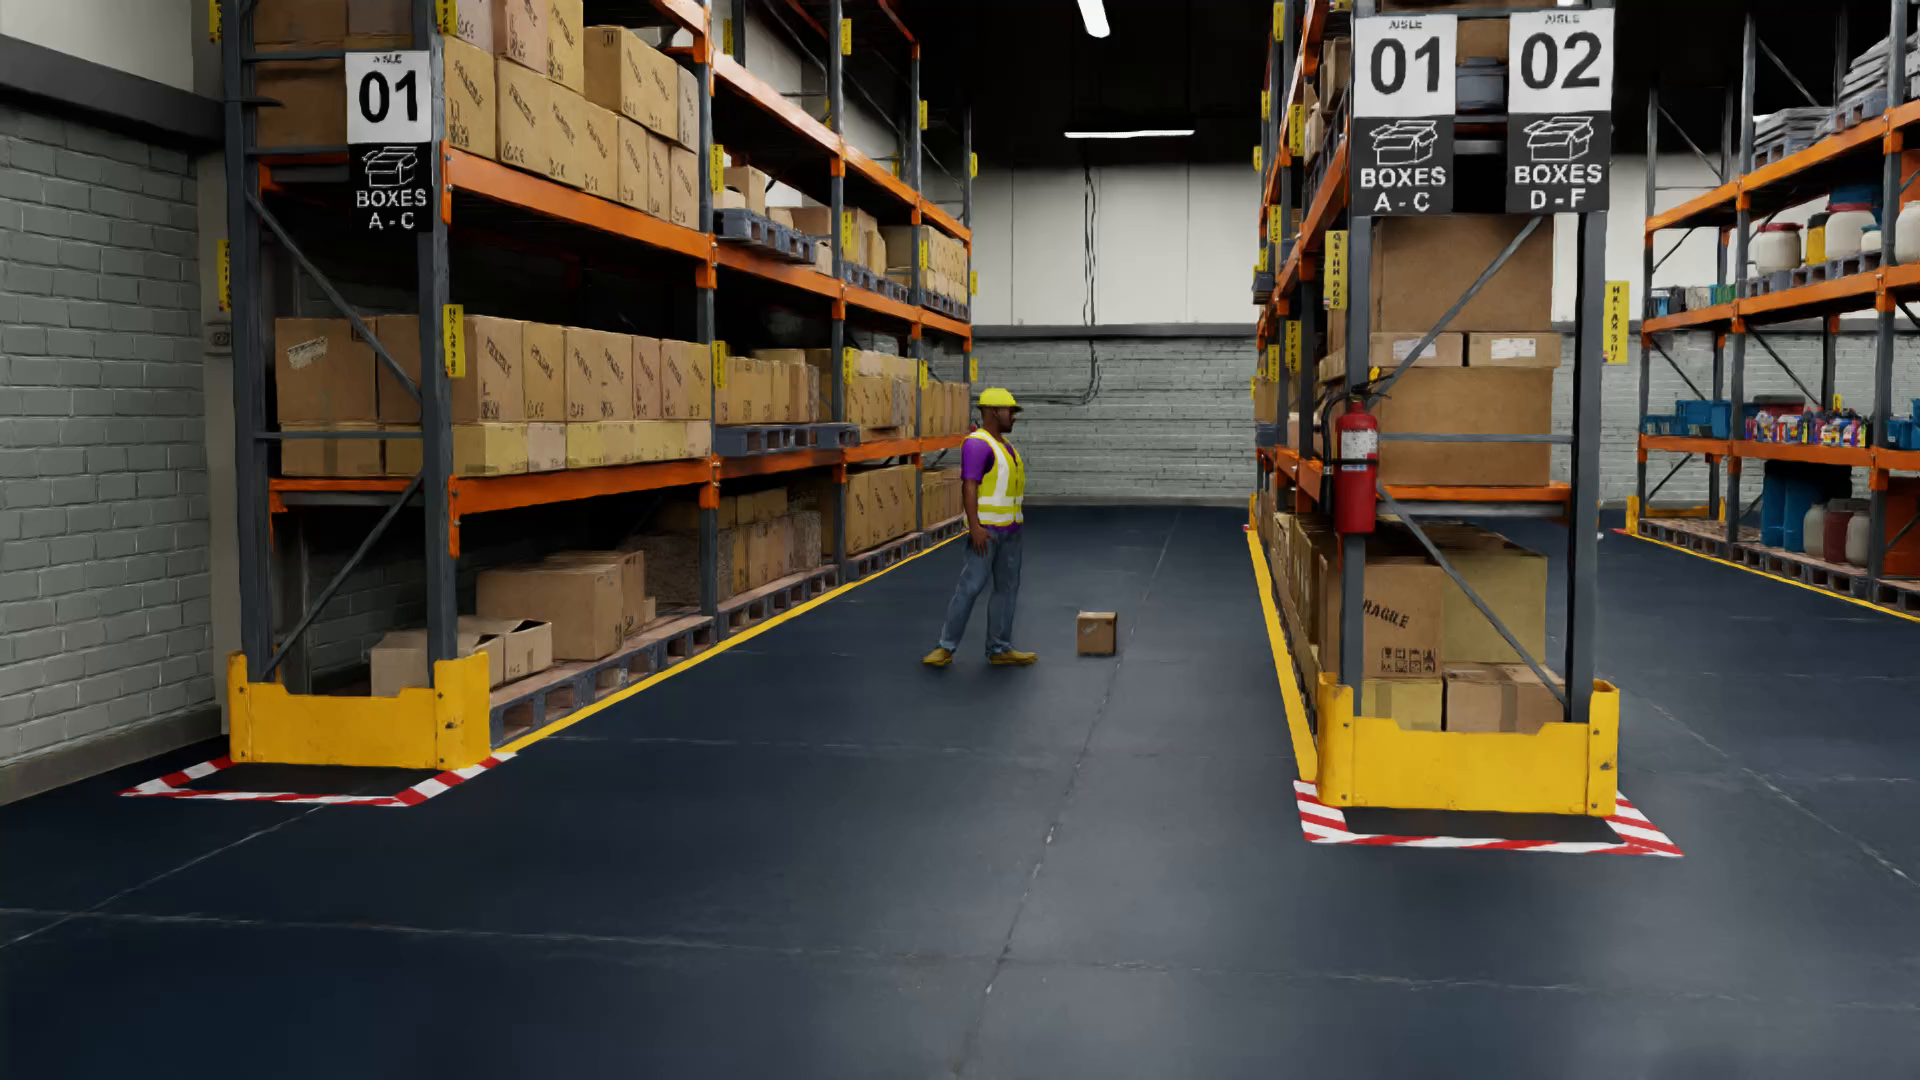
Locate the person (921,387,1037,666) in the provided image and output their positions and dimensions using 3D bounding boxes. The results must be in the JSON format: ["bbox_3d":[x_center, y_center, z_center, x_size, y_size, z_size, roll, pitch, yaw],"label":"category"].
[{"bbox_3d":[0.117,-0.068,10.448,0.494,1.763,0.724,3,5,34],"label":"person"}]
